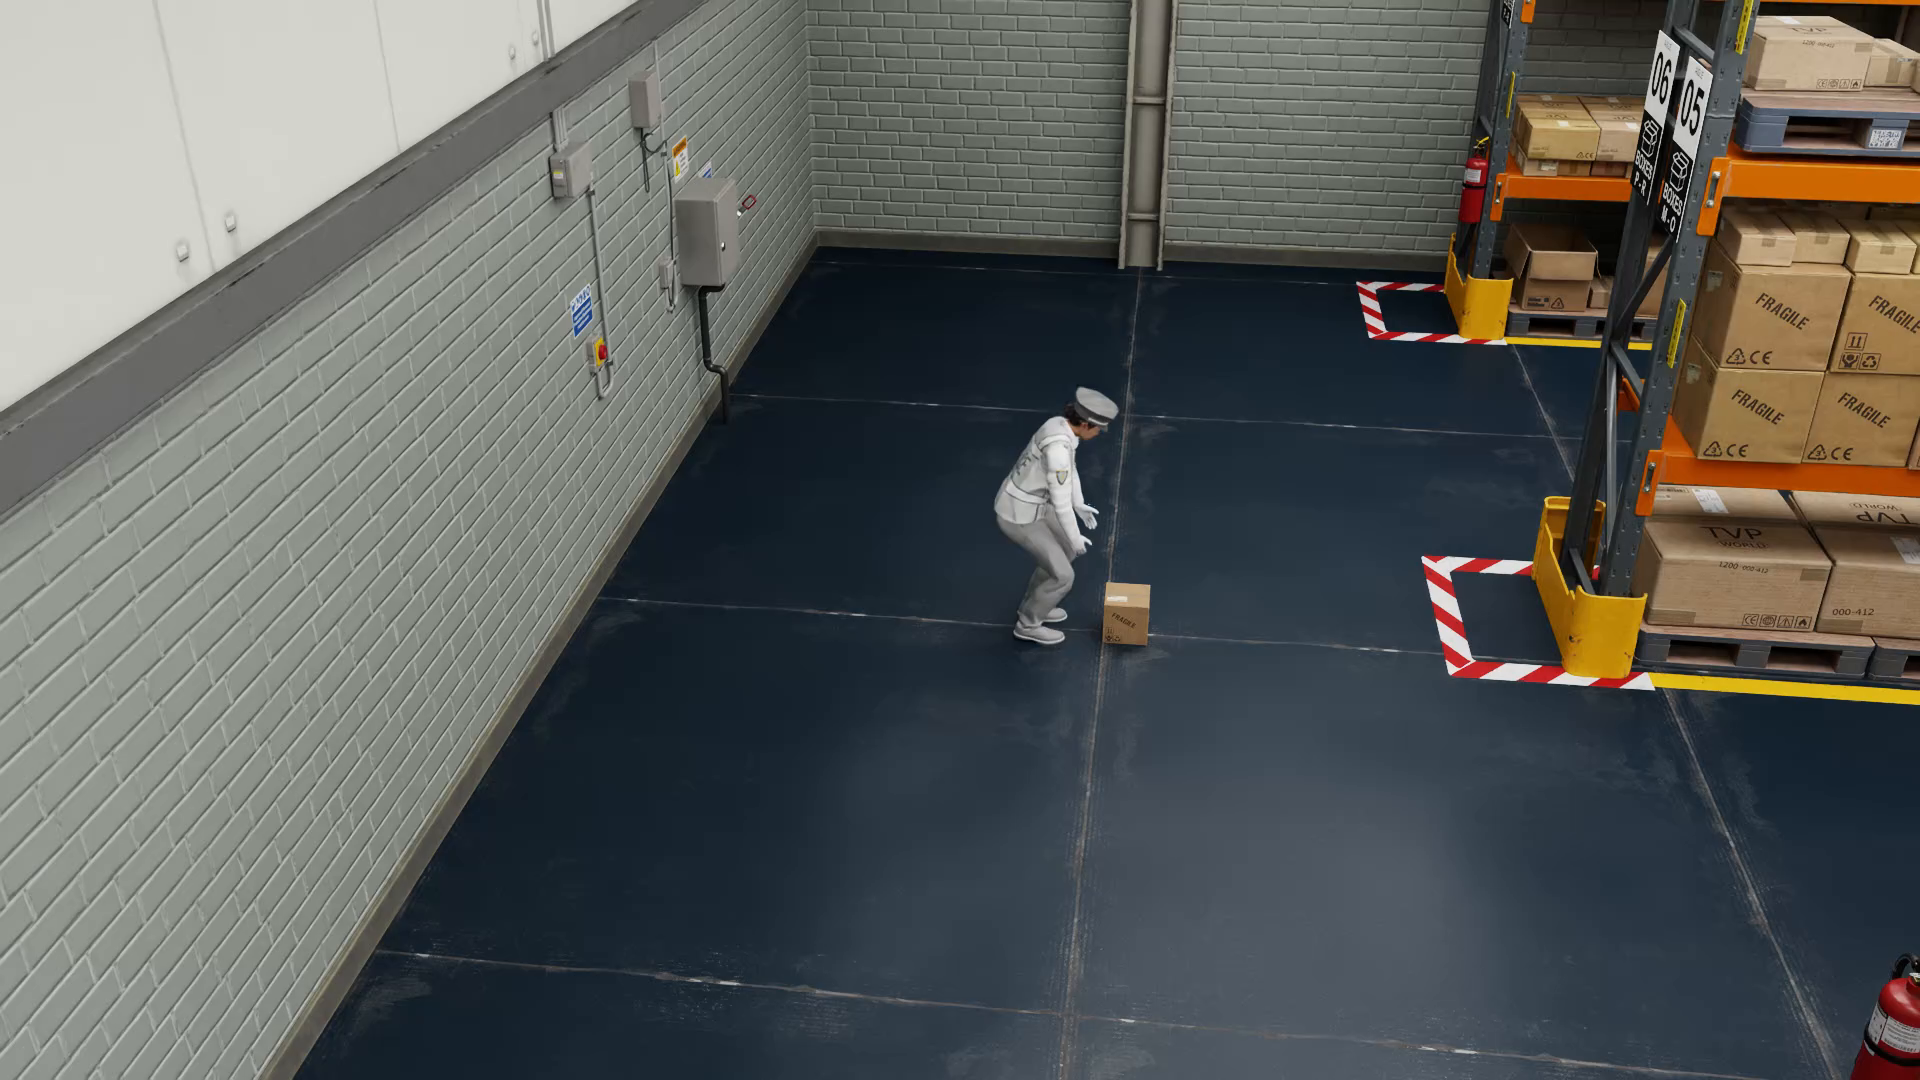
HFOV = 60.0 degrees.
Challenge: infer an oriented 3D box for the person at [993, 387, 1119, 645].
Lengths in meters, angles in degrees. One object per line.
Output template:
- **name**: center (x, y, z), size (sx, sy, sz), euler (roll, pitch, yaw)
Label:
- **person**: center (0.516, -0.149, 9.127), size (0.654, 1.455, 0.533), euler (4, 29, 7)
